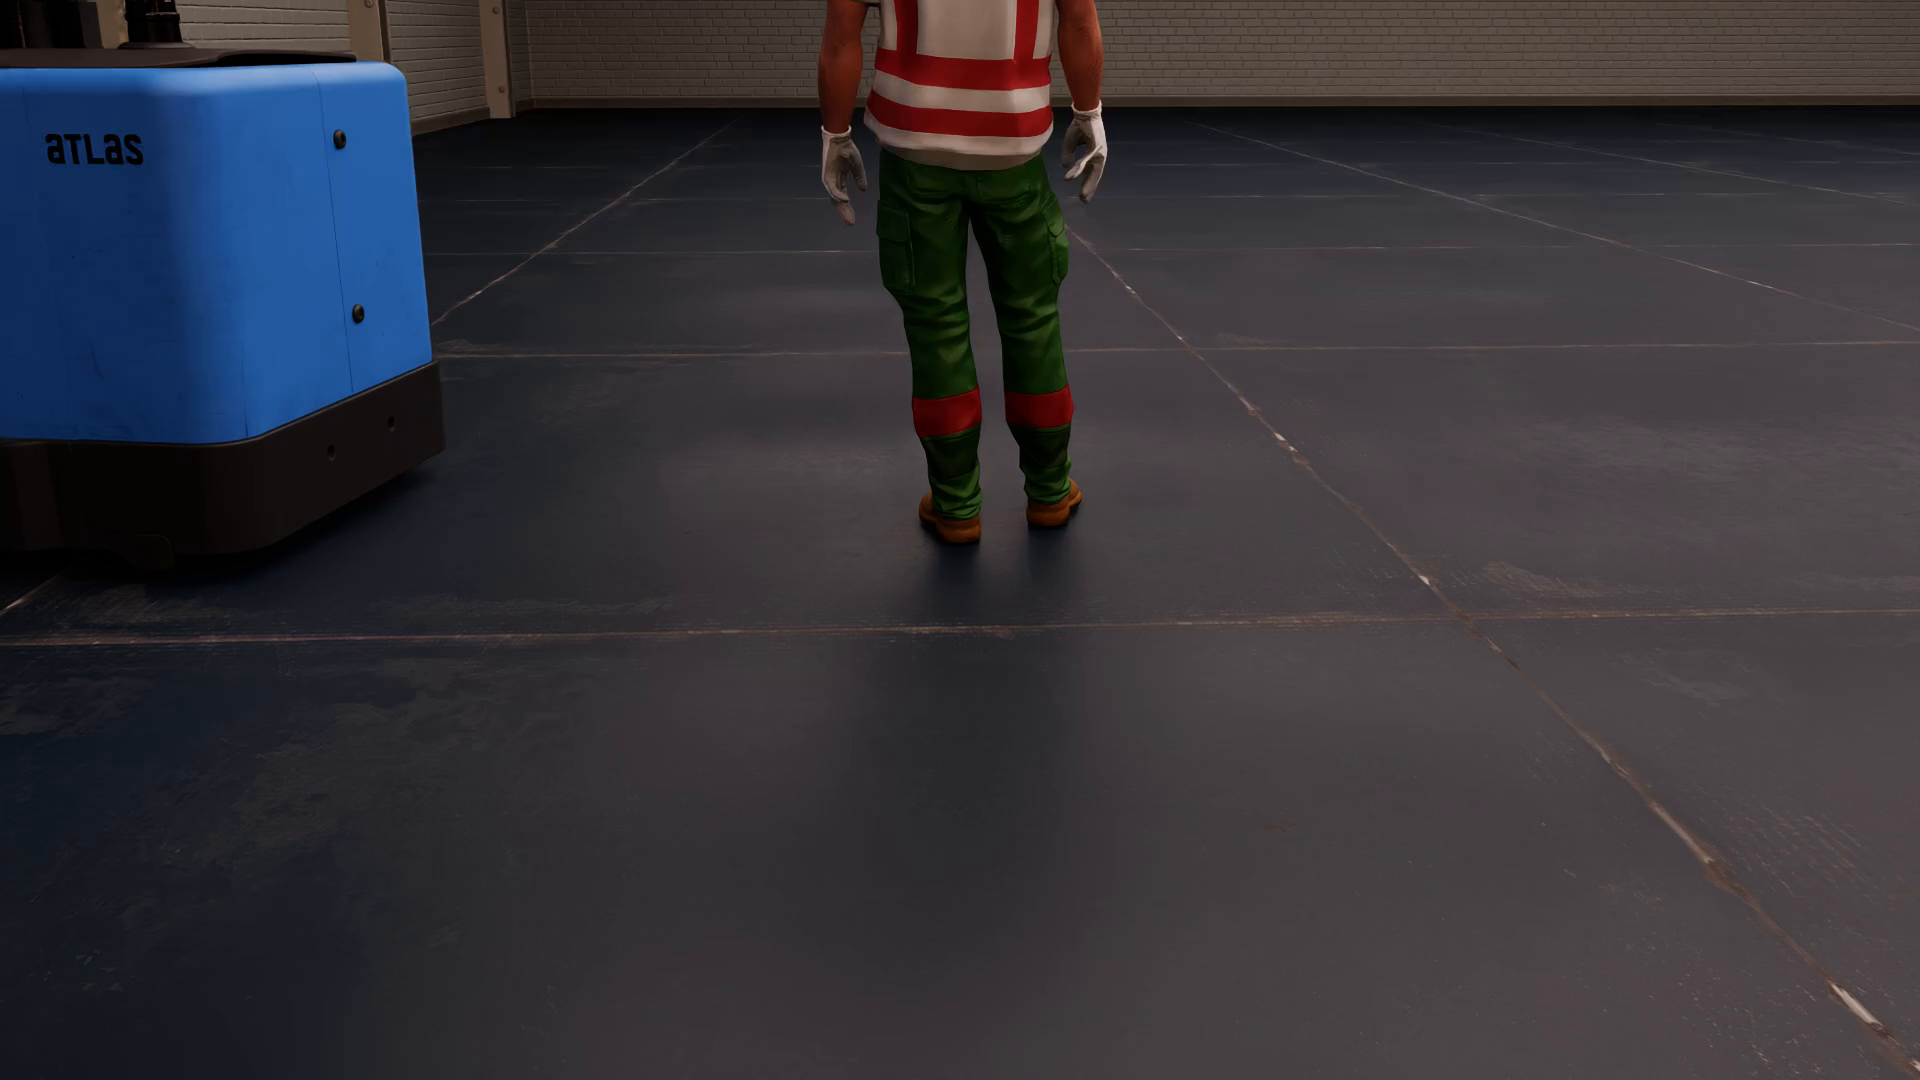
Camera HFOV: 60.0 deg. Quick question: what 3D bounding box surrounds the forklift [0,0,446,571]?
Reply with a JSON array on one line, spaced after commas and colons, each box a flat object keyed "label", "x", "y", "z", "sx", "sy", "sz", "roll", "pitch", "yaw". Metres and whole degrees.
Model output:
[{"label": "forklift", "x": -2.941, "y": -1.511, "z": 3.845, "sx": 3.031, "sy": 2.935, "sz": 1.130, "roll": 2, "pitch": 17, "yaw": 8}]

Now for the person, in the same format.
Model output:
[{"label": "person", "x": 0.007, "y": -0.886, "z": 3.731, "sx": 0.638, "sy": 1.787, "sz": 0.564, "roll": -1, "pitch": 17, "yaw": -3}]
